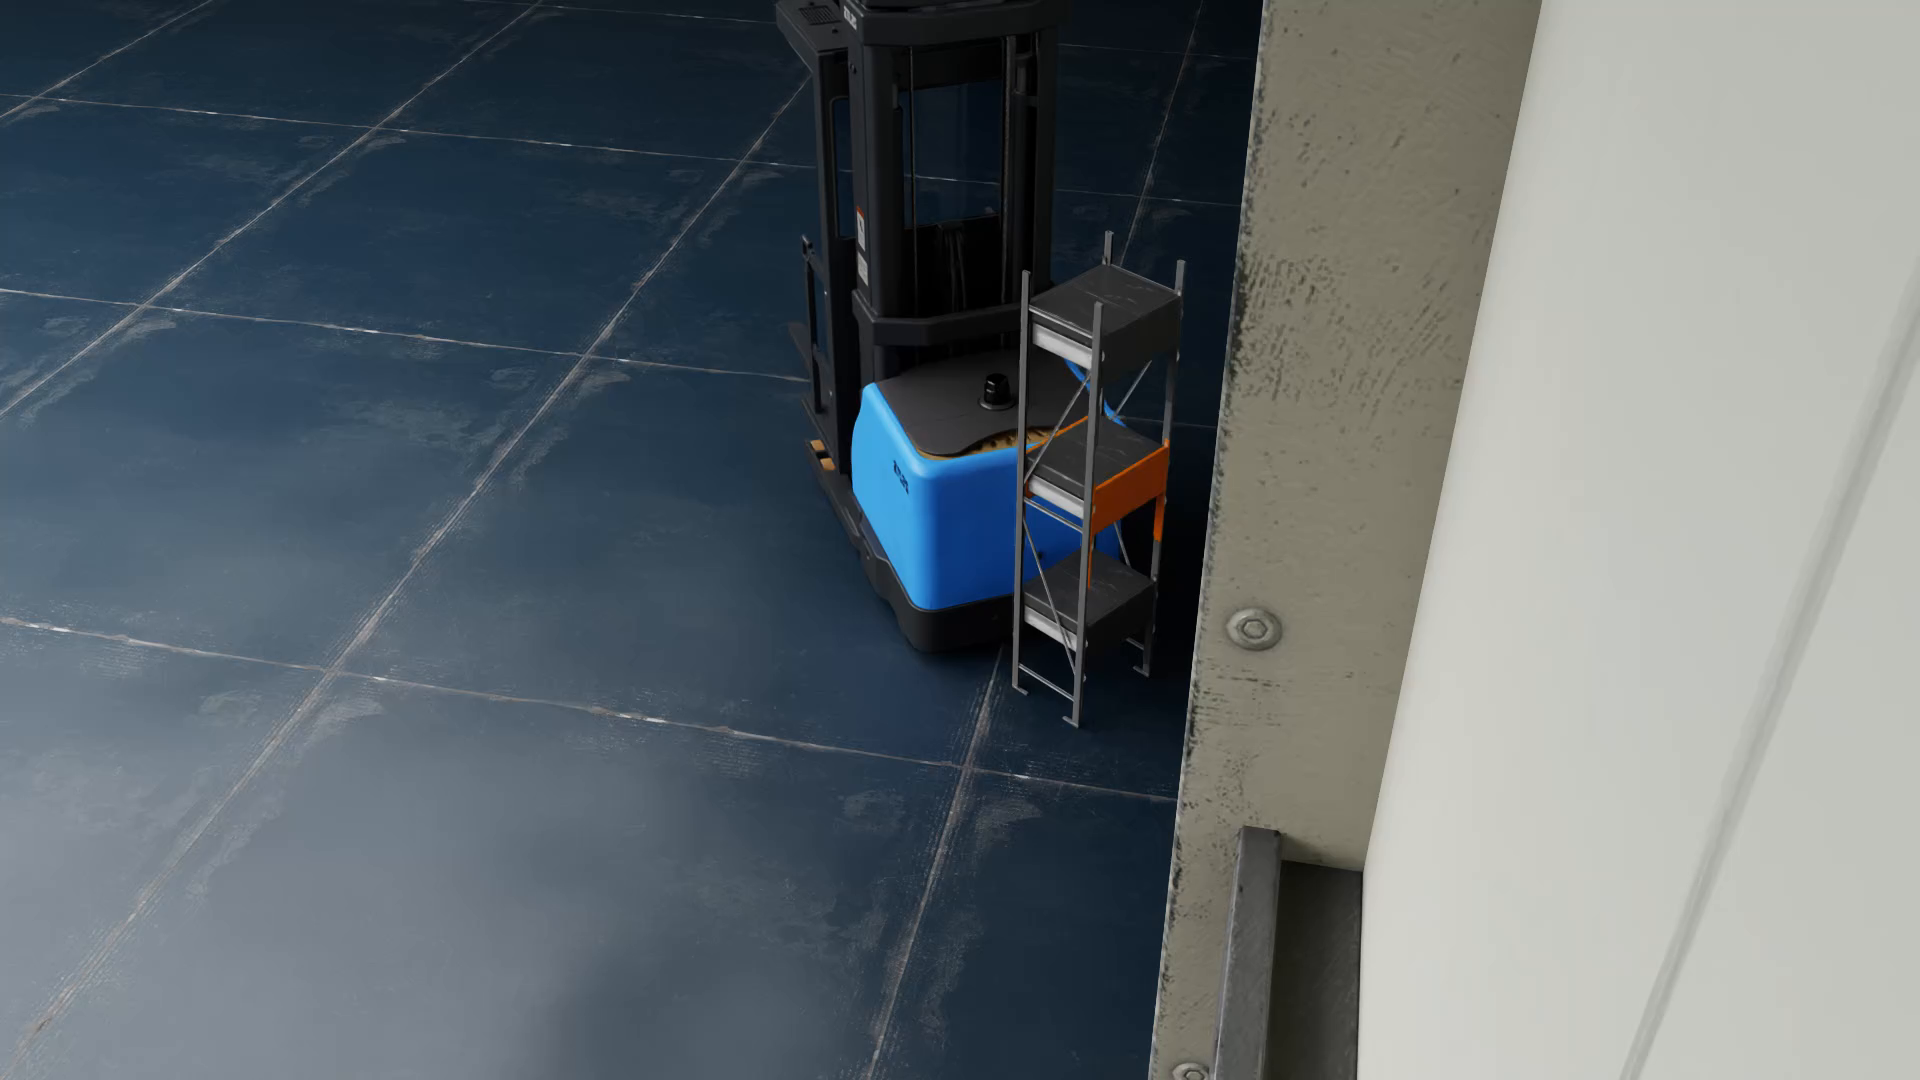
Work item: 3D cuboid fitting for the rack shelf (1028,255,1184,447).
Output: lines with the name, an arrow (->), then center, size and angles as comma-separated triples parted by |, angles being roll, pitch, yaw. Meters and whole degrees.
rack shelf -> 0.557, -0.757, 6.606 | 0.431, 0.518, 0.480 | 30, 46, 35

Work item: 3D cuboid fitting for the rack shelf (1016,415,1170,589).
rack shelf -> 0.557, -0.191, 7.017 | 0.431, 0.518, 0.480 | 30, 46, 35

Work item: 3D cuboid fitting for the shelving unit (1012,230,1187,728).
shelving unit -> 0.557, -0.202, 7.009 | 0.431, 2.100, 0.503 | 30, 46, 35

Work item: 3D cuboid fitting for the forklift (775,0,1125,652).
forklift -> -0.205, -1.532, 8.136 | 1.130, 2.935, 3.031 | -12, 38, -16

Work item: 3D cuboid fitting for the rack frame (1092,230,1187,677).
rack frame -> 0.728, -0.303, 7.150 | 0.400, 2.100, 0.015 | 30, 46, 35

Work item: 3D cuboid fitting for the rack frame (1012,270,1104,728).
rack frame -> 0.385, -0.100, 6.869 | 0.400, 2.100, 0.015 | 30, 46, 35

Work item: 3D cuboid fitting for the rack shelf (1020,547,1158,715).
rack shelf -> 0.557, 0.376, 7.428 | 0.431, 0.518, 0.480 | 30, 46, 35
